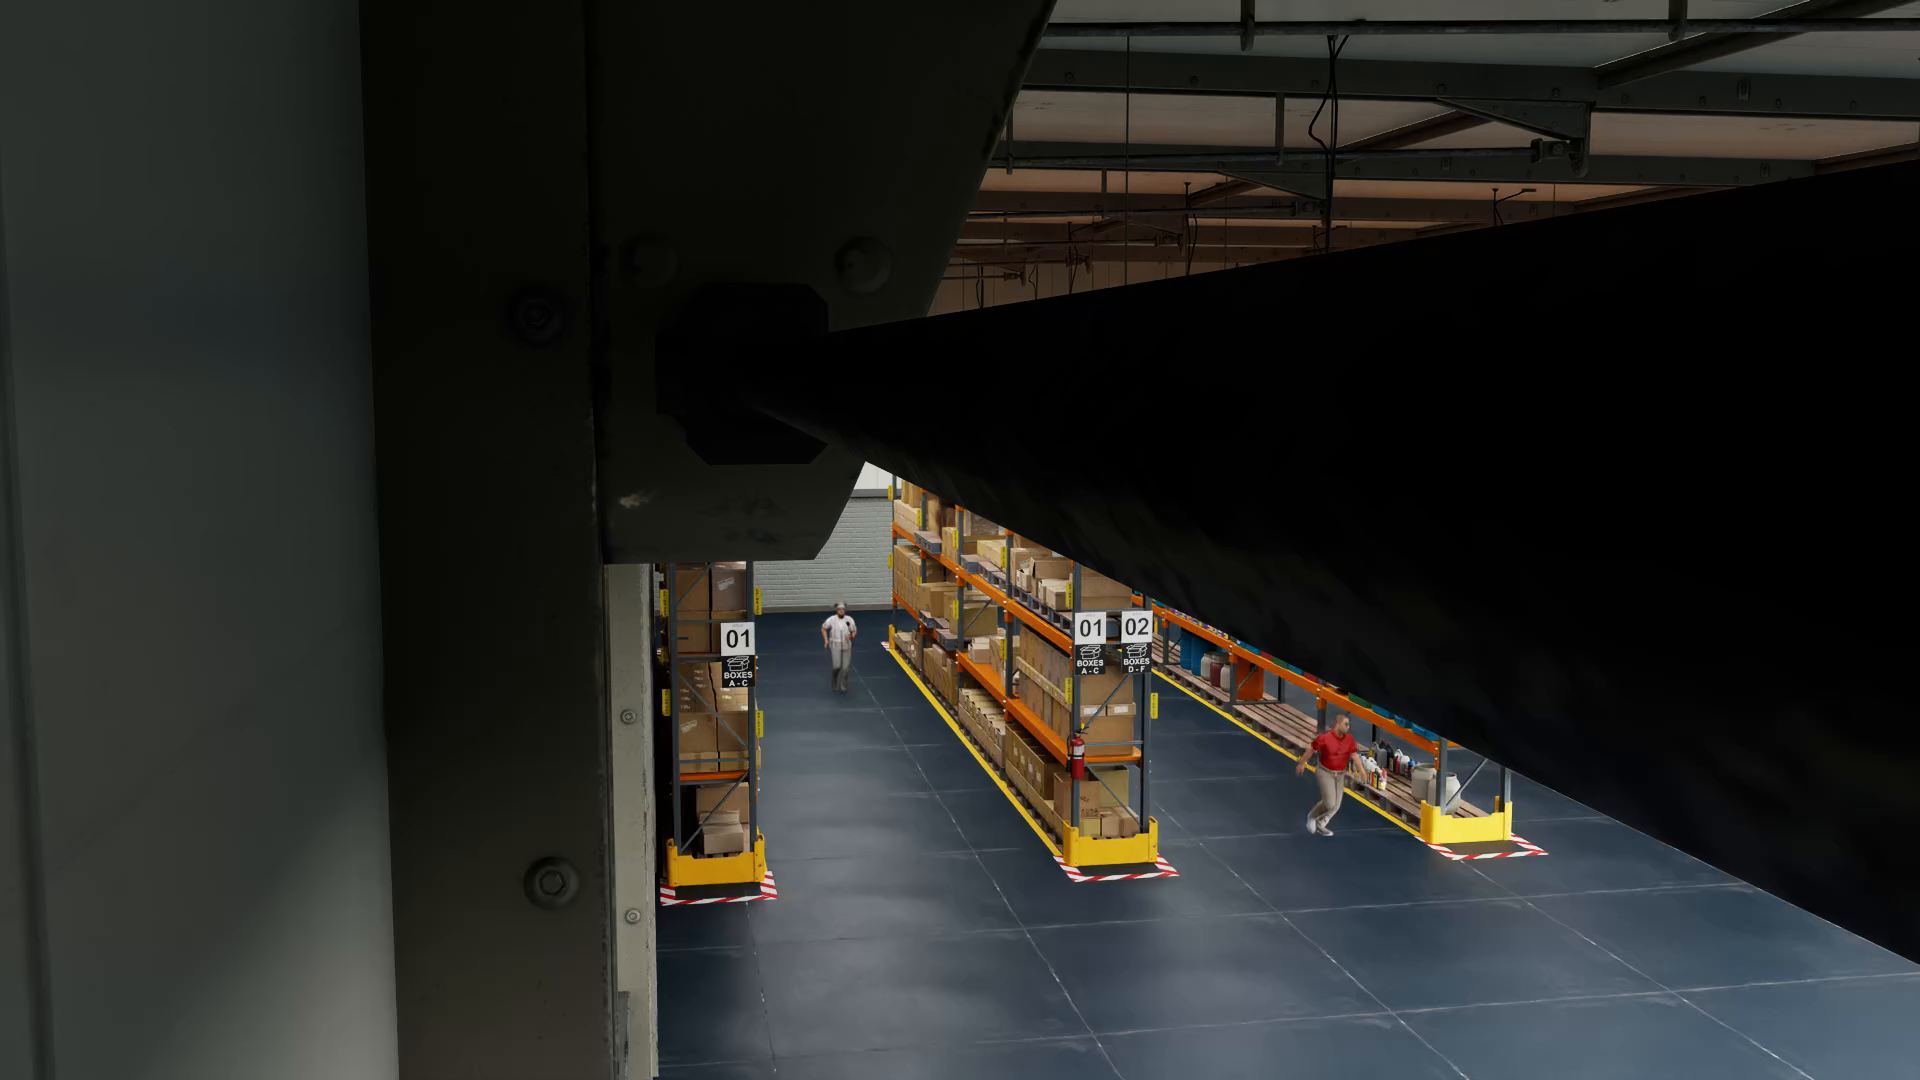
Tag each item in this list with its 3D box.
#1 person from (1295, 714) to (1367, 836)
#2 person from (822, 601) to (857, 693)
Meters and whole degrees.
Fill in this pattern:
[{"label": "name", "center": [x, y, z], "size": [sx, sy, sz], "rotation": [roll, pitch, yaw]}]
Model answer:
[{"label": "person", "center": [4.940, 3.117, 21.989], "size": [0.682, 1.668, 0.814], "rotation": [-3, 7, -26]}, {"label": "person", "center": [-2.268, 2.043, 31.586], "size": [0.657, 1.749, 0.653], "rotation": [-1, 6, -12]}]
